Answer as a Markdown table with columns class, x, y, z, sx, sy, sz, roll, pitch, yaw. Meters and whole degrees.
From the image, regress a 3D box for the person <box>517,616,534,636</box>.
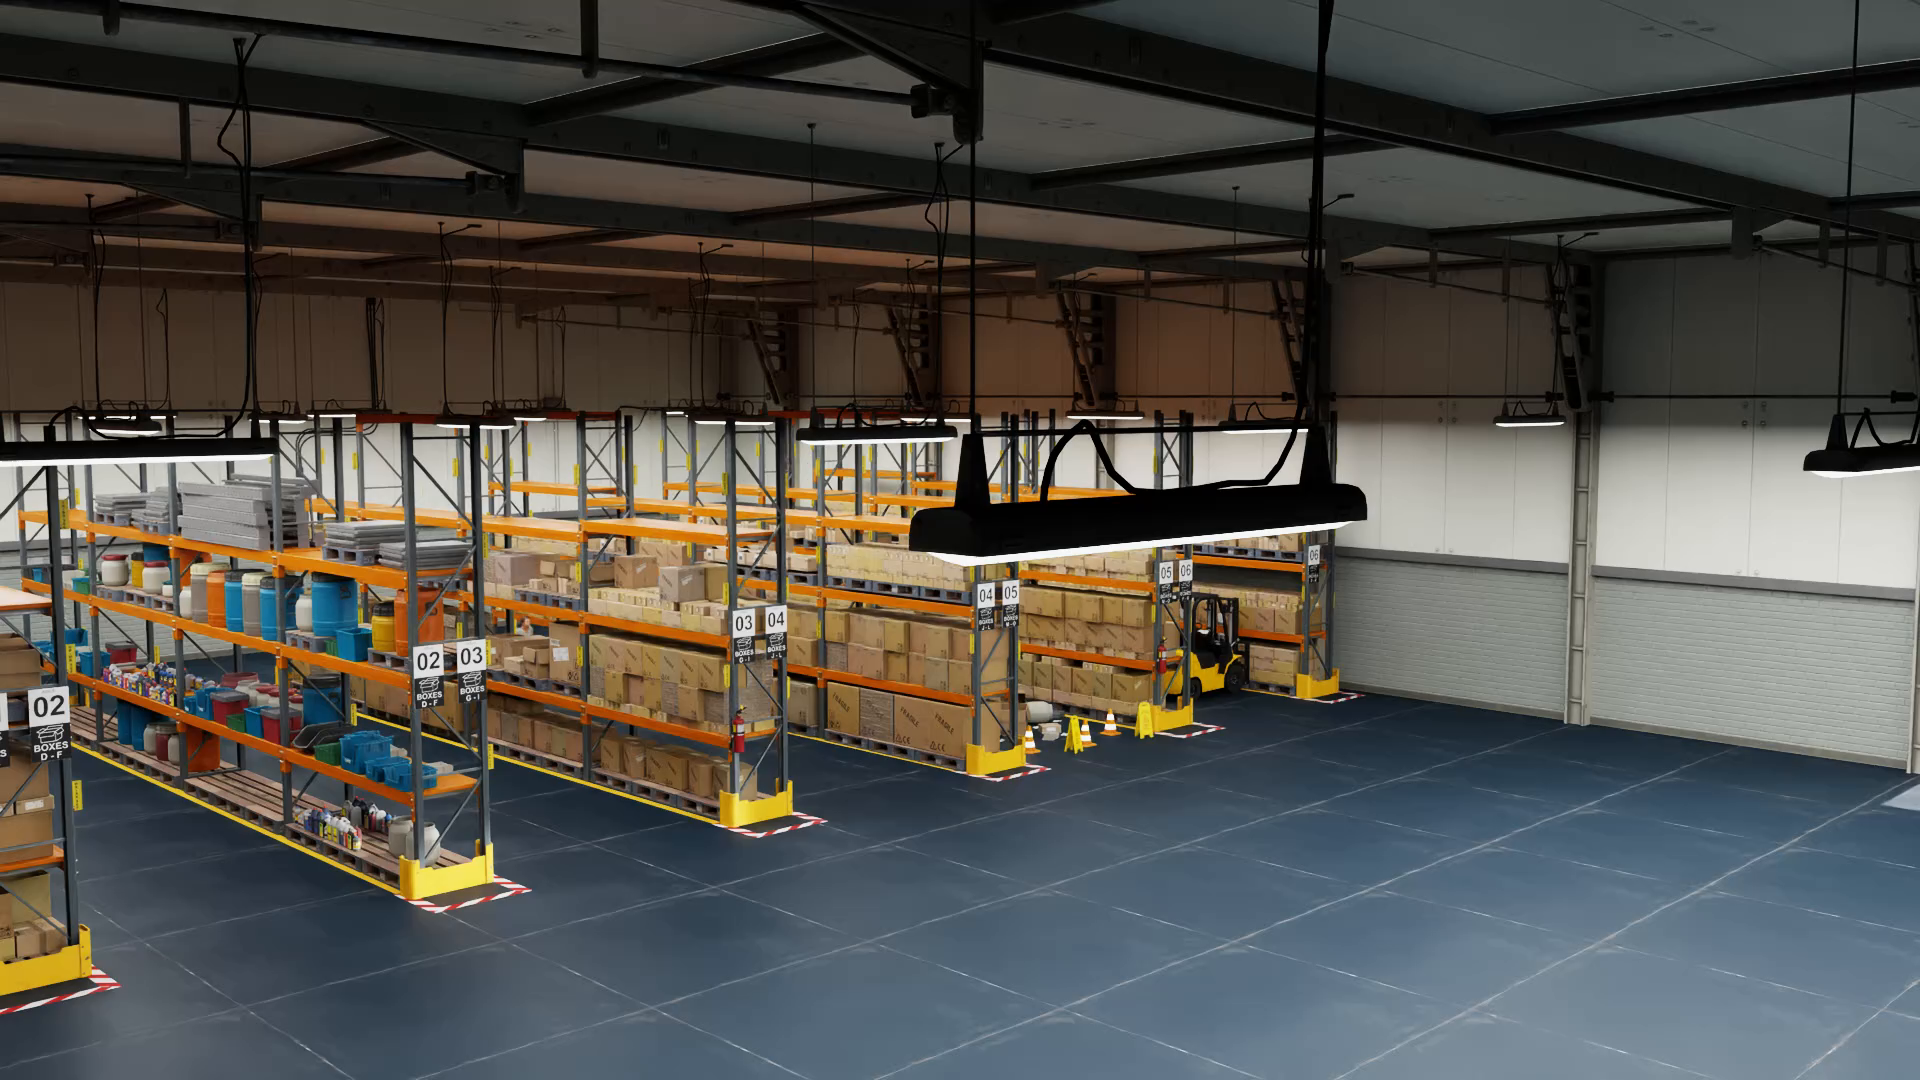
| class | x | y | z | sx | sy | sz | roll | pitch | yaw |
| --- | --- | --- | --- | --- | --- | --- | --- | --- | --- |
| person | -9.470 | 2.417 | 36.056 | 0.543 | 1.581 | 0.703 | -3 | 6 | -32 |
